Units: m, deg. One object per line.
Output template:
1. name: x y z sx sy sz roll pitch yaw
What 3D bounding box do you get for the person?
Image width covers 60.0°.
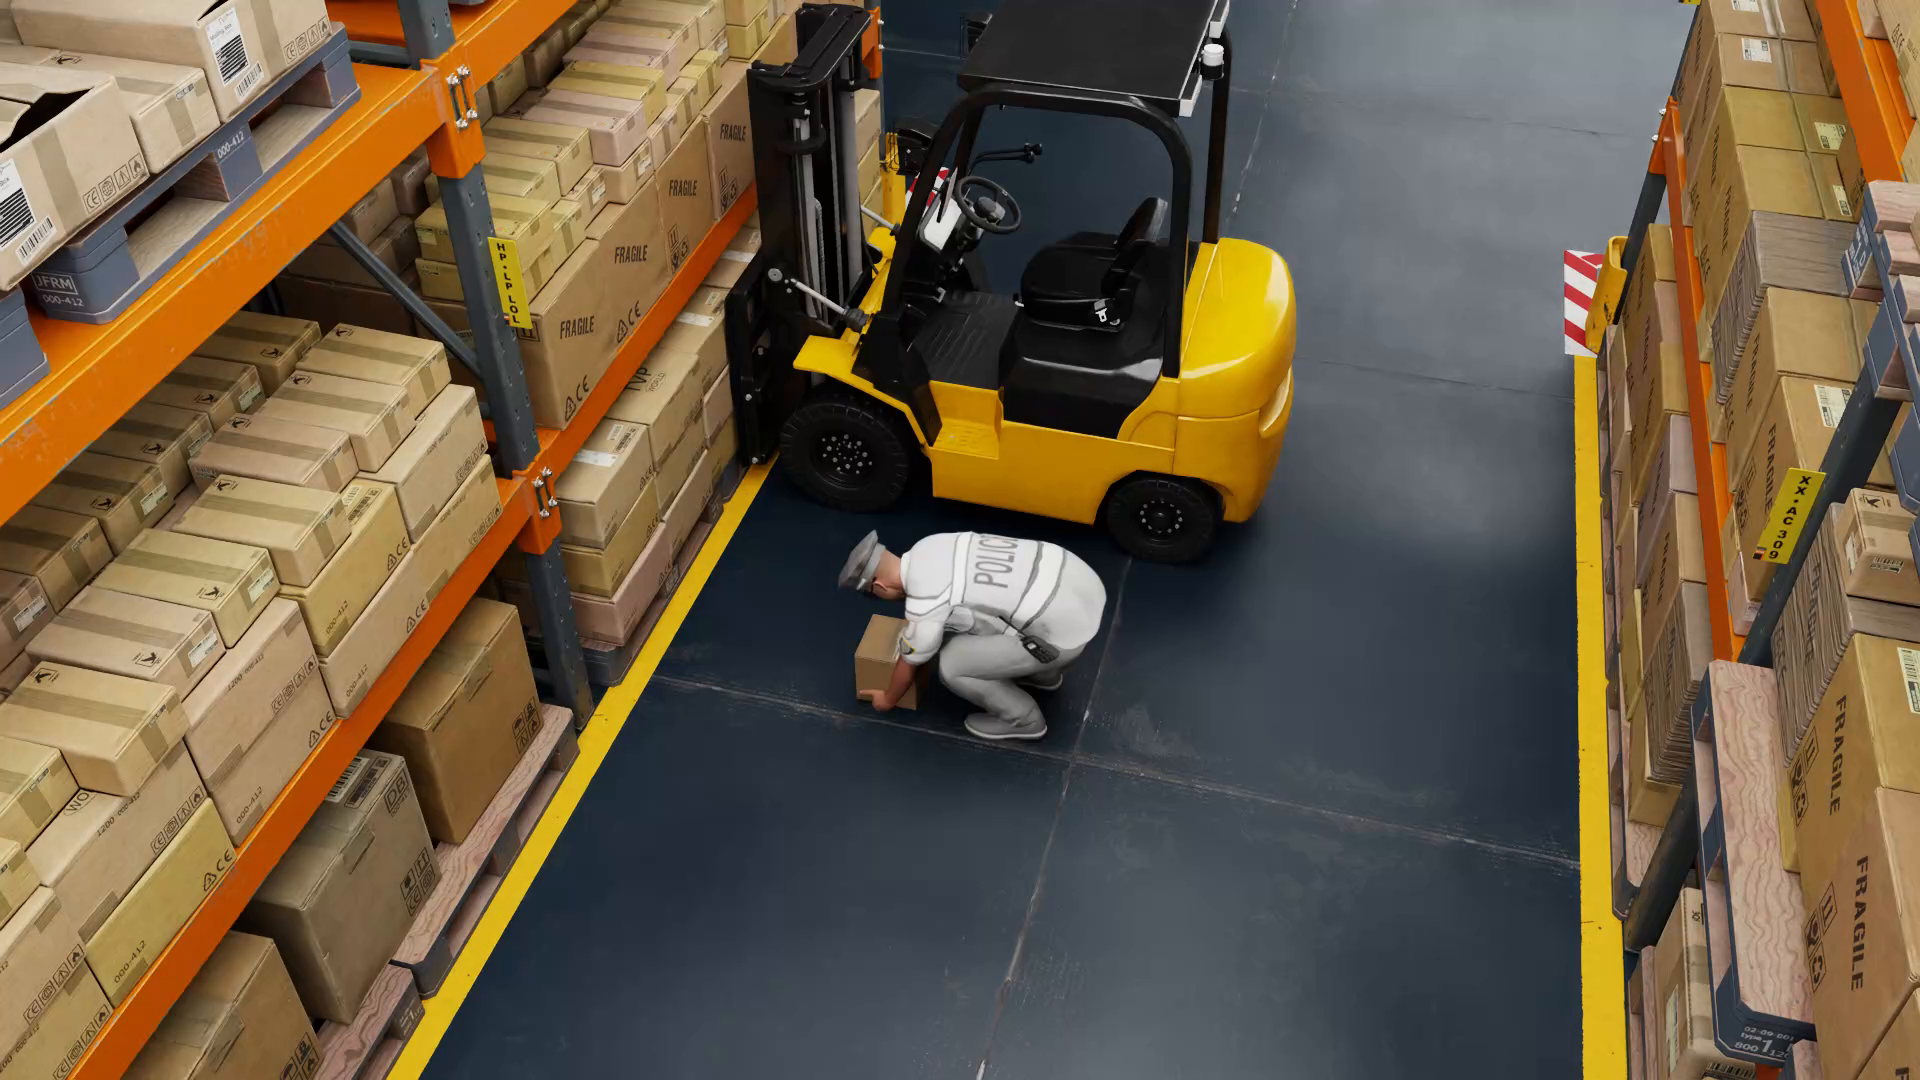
1. person: 0.040 0.345 6.503 1.026 0.813 0.531 9 42 10
